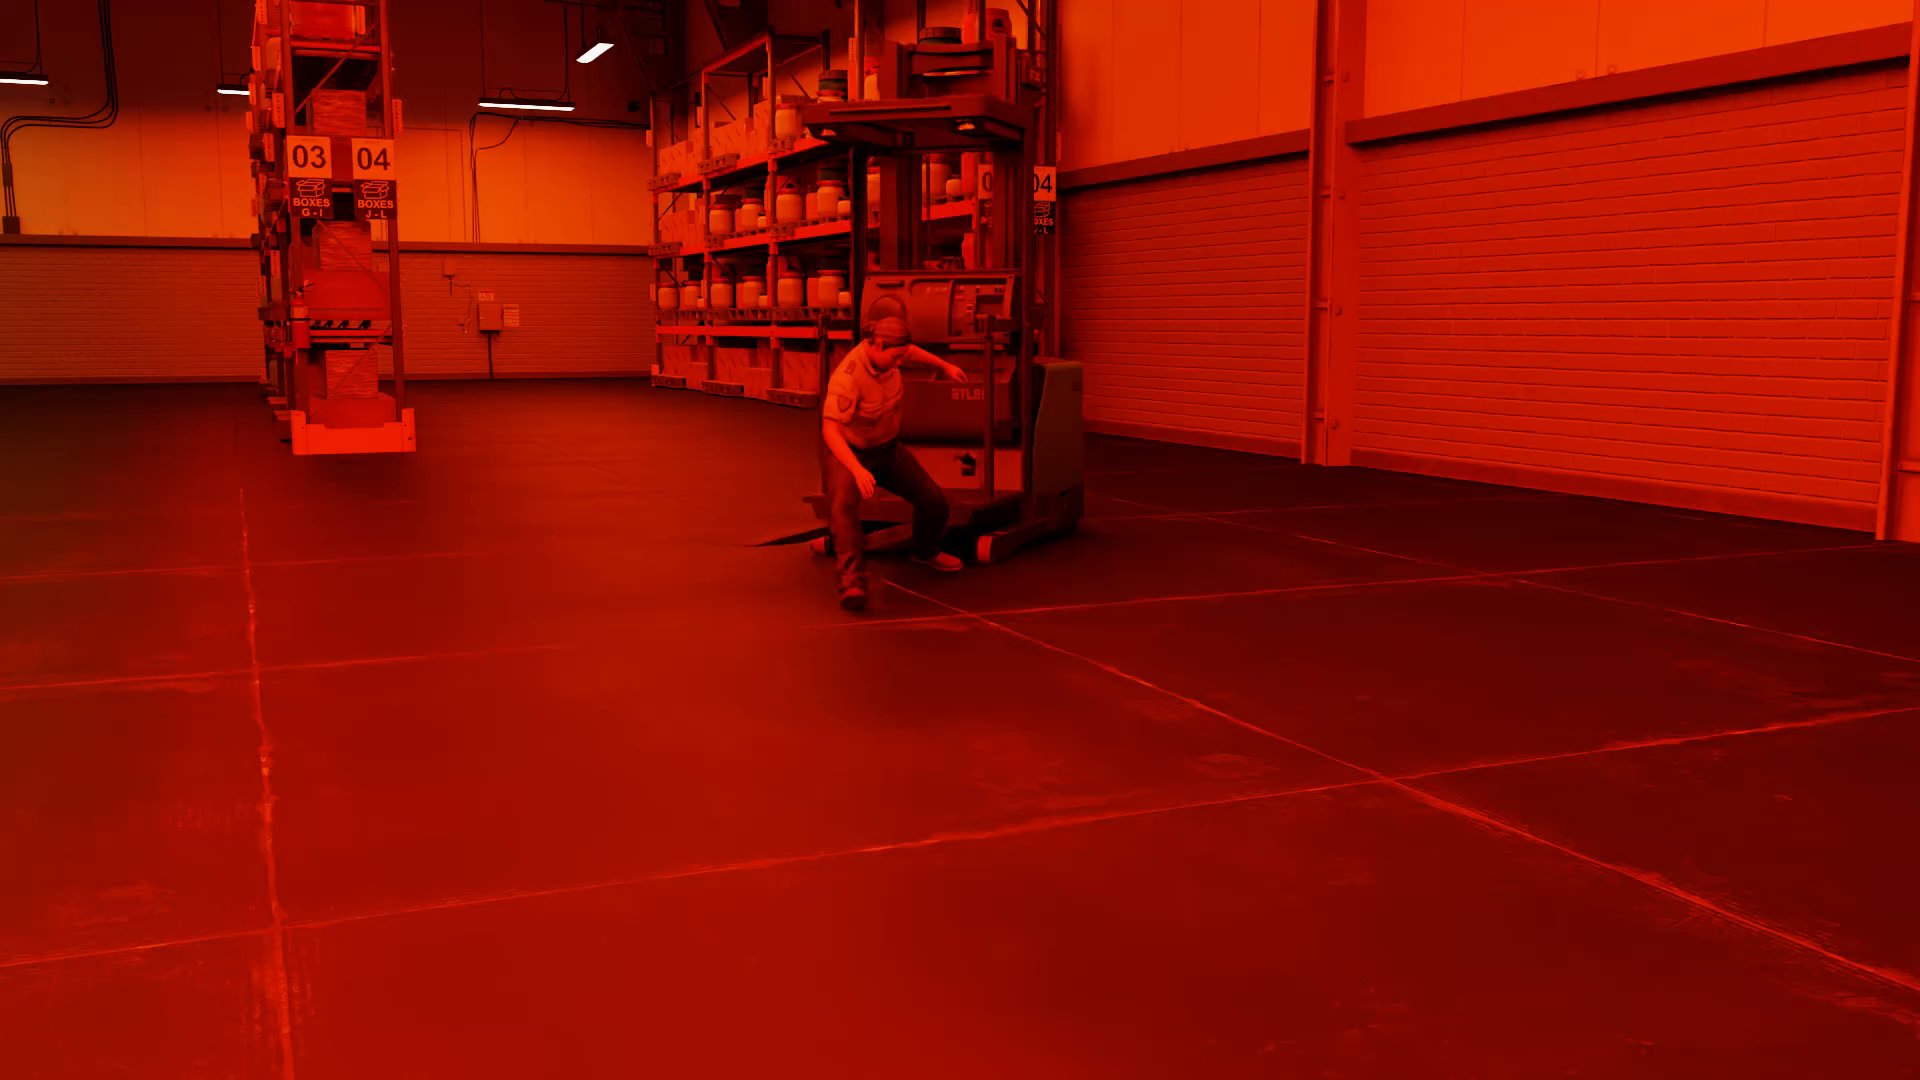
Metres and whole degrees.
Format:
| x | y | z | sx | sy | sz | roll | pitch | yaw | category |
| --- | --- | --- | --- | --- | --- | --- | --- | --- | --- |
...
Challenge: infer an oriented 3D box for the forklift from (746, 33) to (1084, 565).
| x | y | z | sx | sy | sz | roll | pitch | yaw | category |
| --- | --- | --- | --- | --- | --- | --- | --- | --- | --- |
| -0.207 | -1.376 | 9.380 | 1.130 | 2.935 | 3.031 | 3 | 8 | 21 | forklift |

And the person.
| x | y | z | sx | sy | sz | roll | pitch | yaw | category |
| --- | --- | --- | --- | --- | --- | --- | --- | --- | --- |
| -0.316 | -0.397 | 8.055 | 0.724 | 1.356 | 1.227 | 7 | 10 | 43 | person |
